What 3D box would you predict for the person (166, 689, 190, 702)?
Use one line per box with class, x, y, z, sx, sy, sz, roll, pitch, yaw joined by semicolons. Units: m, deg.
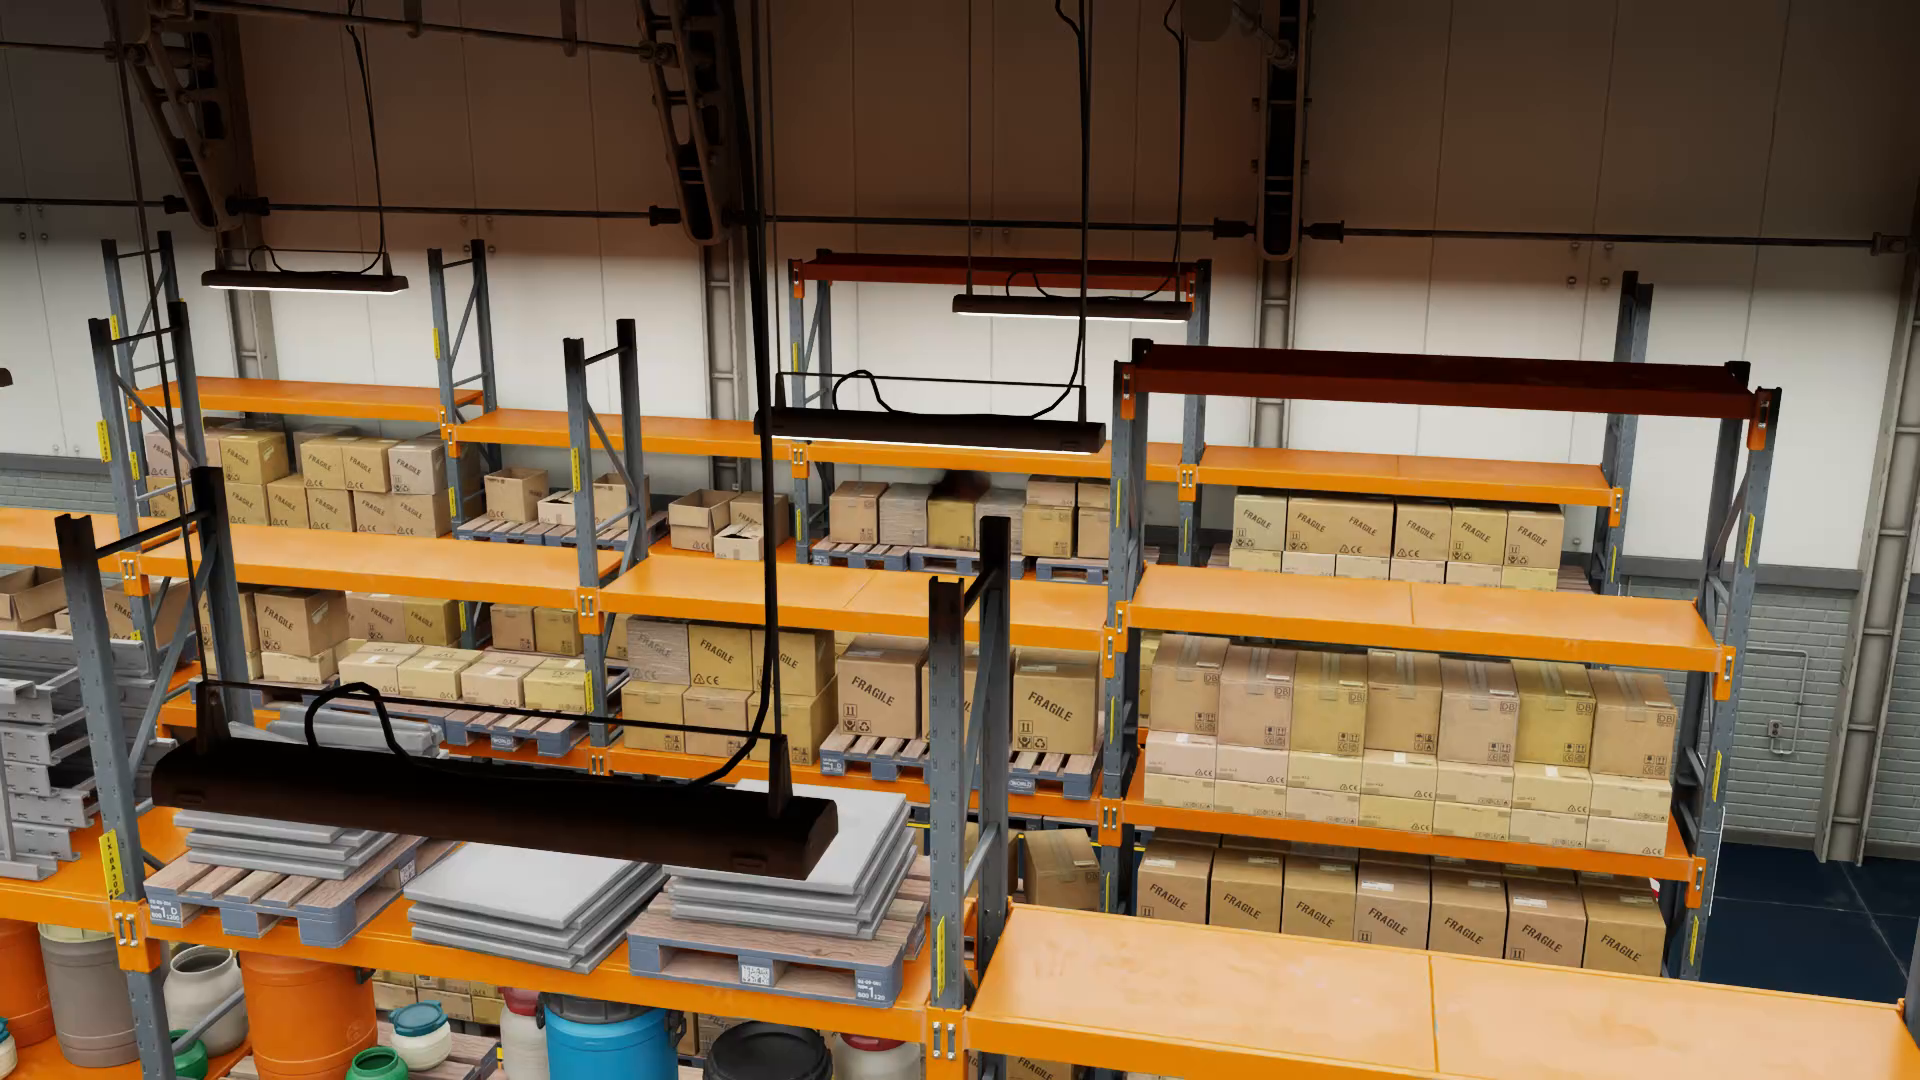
person;-8.737;1.961;18.669;0.534;1.673;0.402;-5;17;-16
